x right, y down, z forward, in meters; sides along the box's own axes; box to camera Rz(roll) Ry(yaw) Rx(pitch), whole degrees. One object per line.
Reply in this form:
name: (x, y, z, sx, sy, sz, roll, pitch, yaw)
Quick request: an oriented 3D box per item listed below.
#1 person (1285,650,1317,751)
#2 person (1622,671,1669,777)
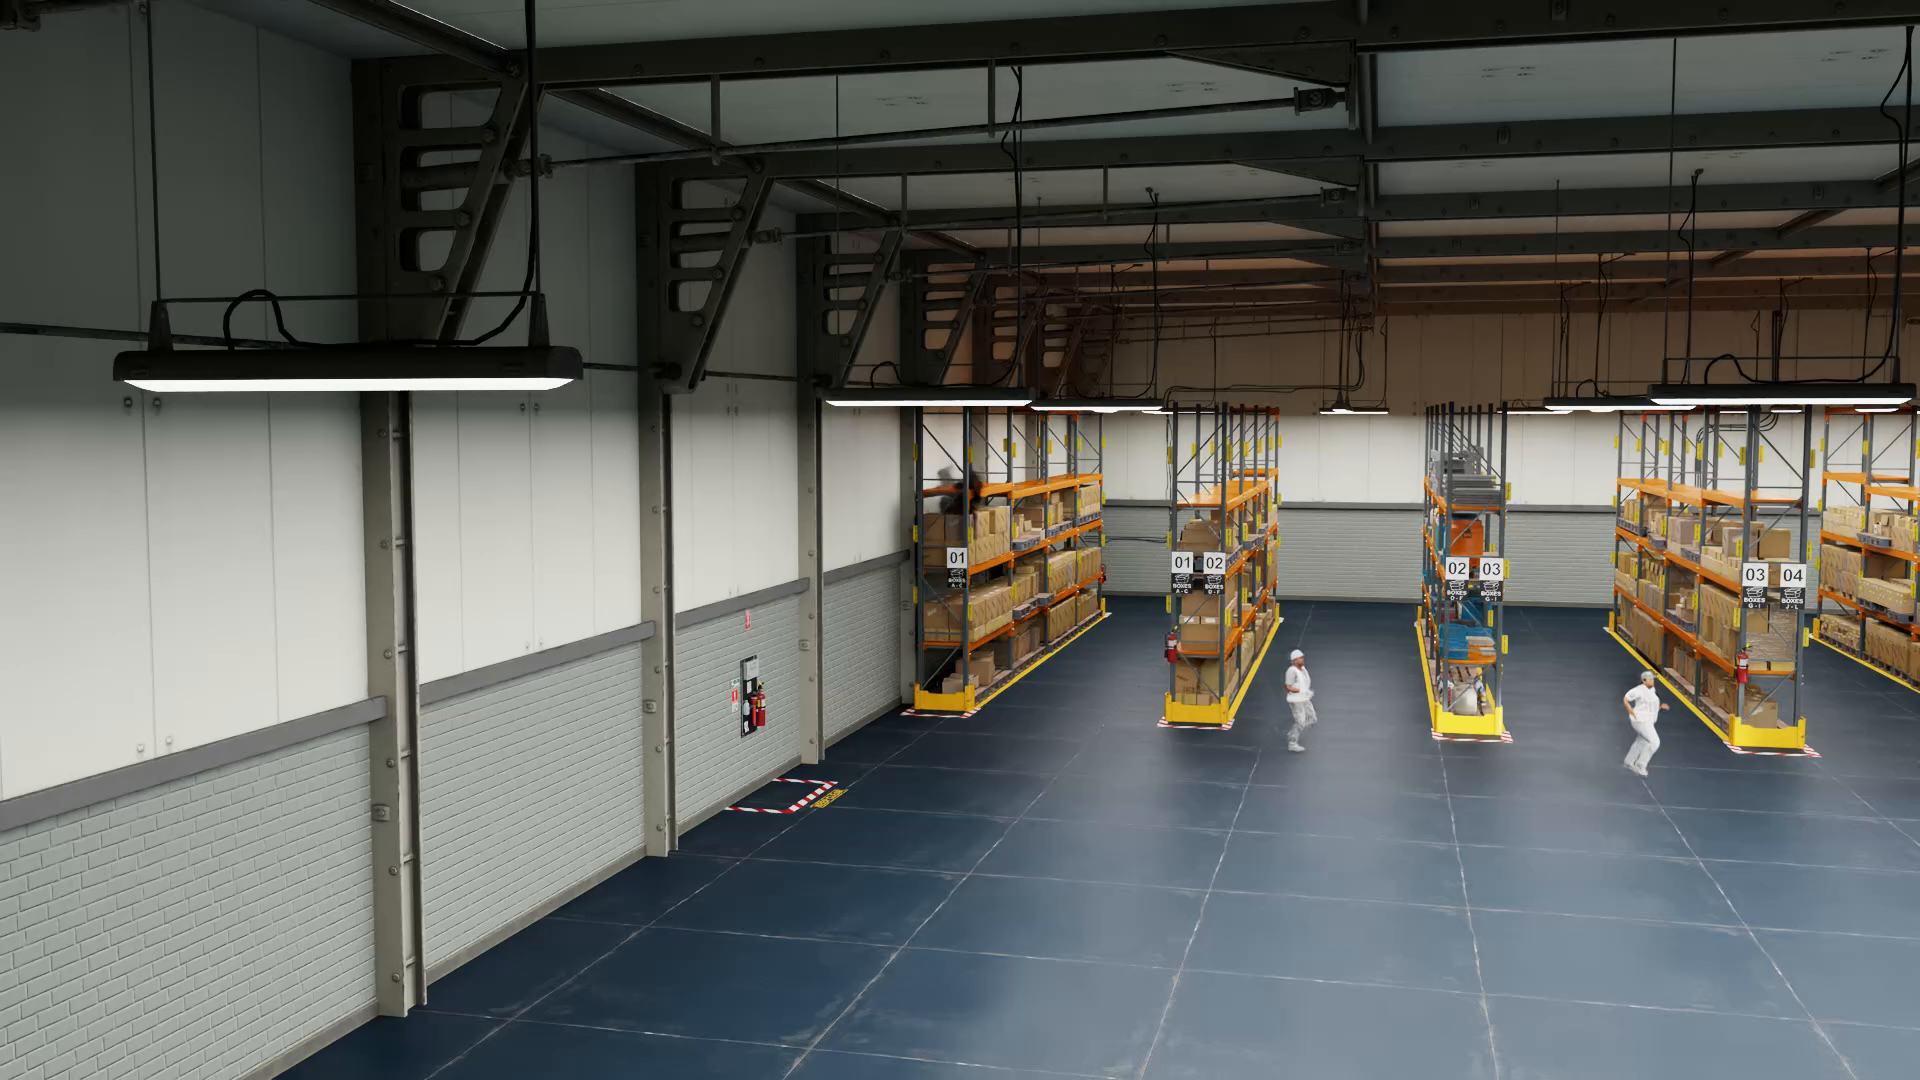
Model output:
person: (5.842, 2.746, 28.406, 0.591, 1.737, 0.670, 3, 5, 39)
person: (10.988, 2.952, 26.656, 0.574, 1.693, 0.697, -4, 6, -44)
